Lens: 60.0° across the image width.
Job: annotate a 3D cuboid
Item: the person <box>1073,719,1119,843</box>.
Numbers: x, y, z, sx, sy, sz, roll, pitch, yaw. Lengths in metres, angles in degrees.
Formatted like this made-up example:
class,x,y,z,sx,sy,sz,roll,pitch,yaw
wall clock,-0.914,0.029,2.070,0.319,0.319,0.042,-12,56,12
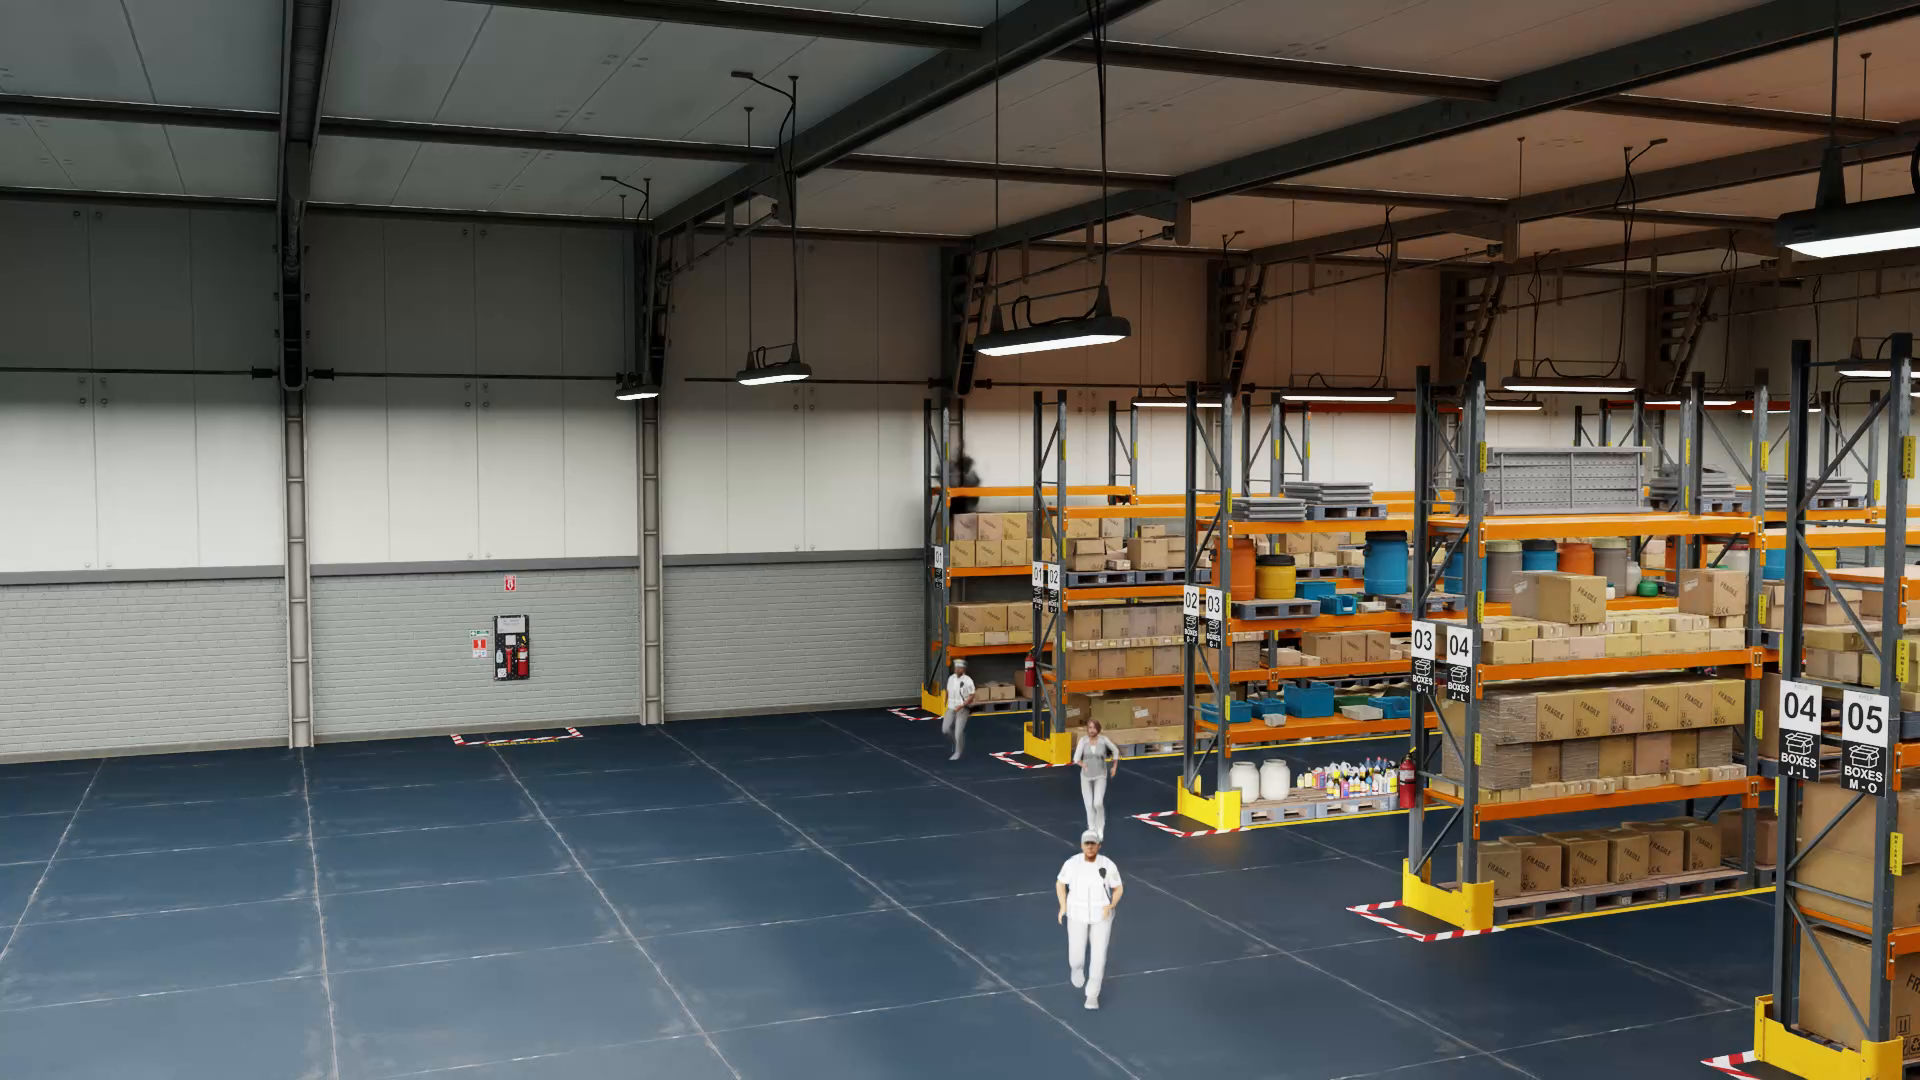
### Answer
class,x,y,z,sx,sy,sz,roll,pitch,yaw
person,1.745,3.114,21.476,0.561,1.626,0.669,1,3,13

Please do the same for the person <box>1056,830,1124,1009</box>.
class,x,y,z,sx,sy,sz,roll,pitch,yaw
person,1.190,3.459,15.248,0.621,1.617,0.554,0,3,5

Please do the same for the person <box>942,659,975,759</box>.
class,x,y,z,sx,sy,sz,roll,pitch,yaw
person,-0.044,2.753,27.077,0.596,1.655,0.493,2,4,28
